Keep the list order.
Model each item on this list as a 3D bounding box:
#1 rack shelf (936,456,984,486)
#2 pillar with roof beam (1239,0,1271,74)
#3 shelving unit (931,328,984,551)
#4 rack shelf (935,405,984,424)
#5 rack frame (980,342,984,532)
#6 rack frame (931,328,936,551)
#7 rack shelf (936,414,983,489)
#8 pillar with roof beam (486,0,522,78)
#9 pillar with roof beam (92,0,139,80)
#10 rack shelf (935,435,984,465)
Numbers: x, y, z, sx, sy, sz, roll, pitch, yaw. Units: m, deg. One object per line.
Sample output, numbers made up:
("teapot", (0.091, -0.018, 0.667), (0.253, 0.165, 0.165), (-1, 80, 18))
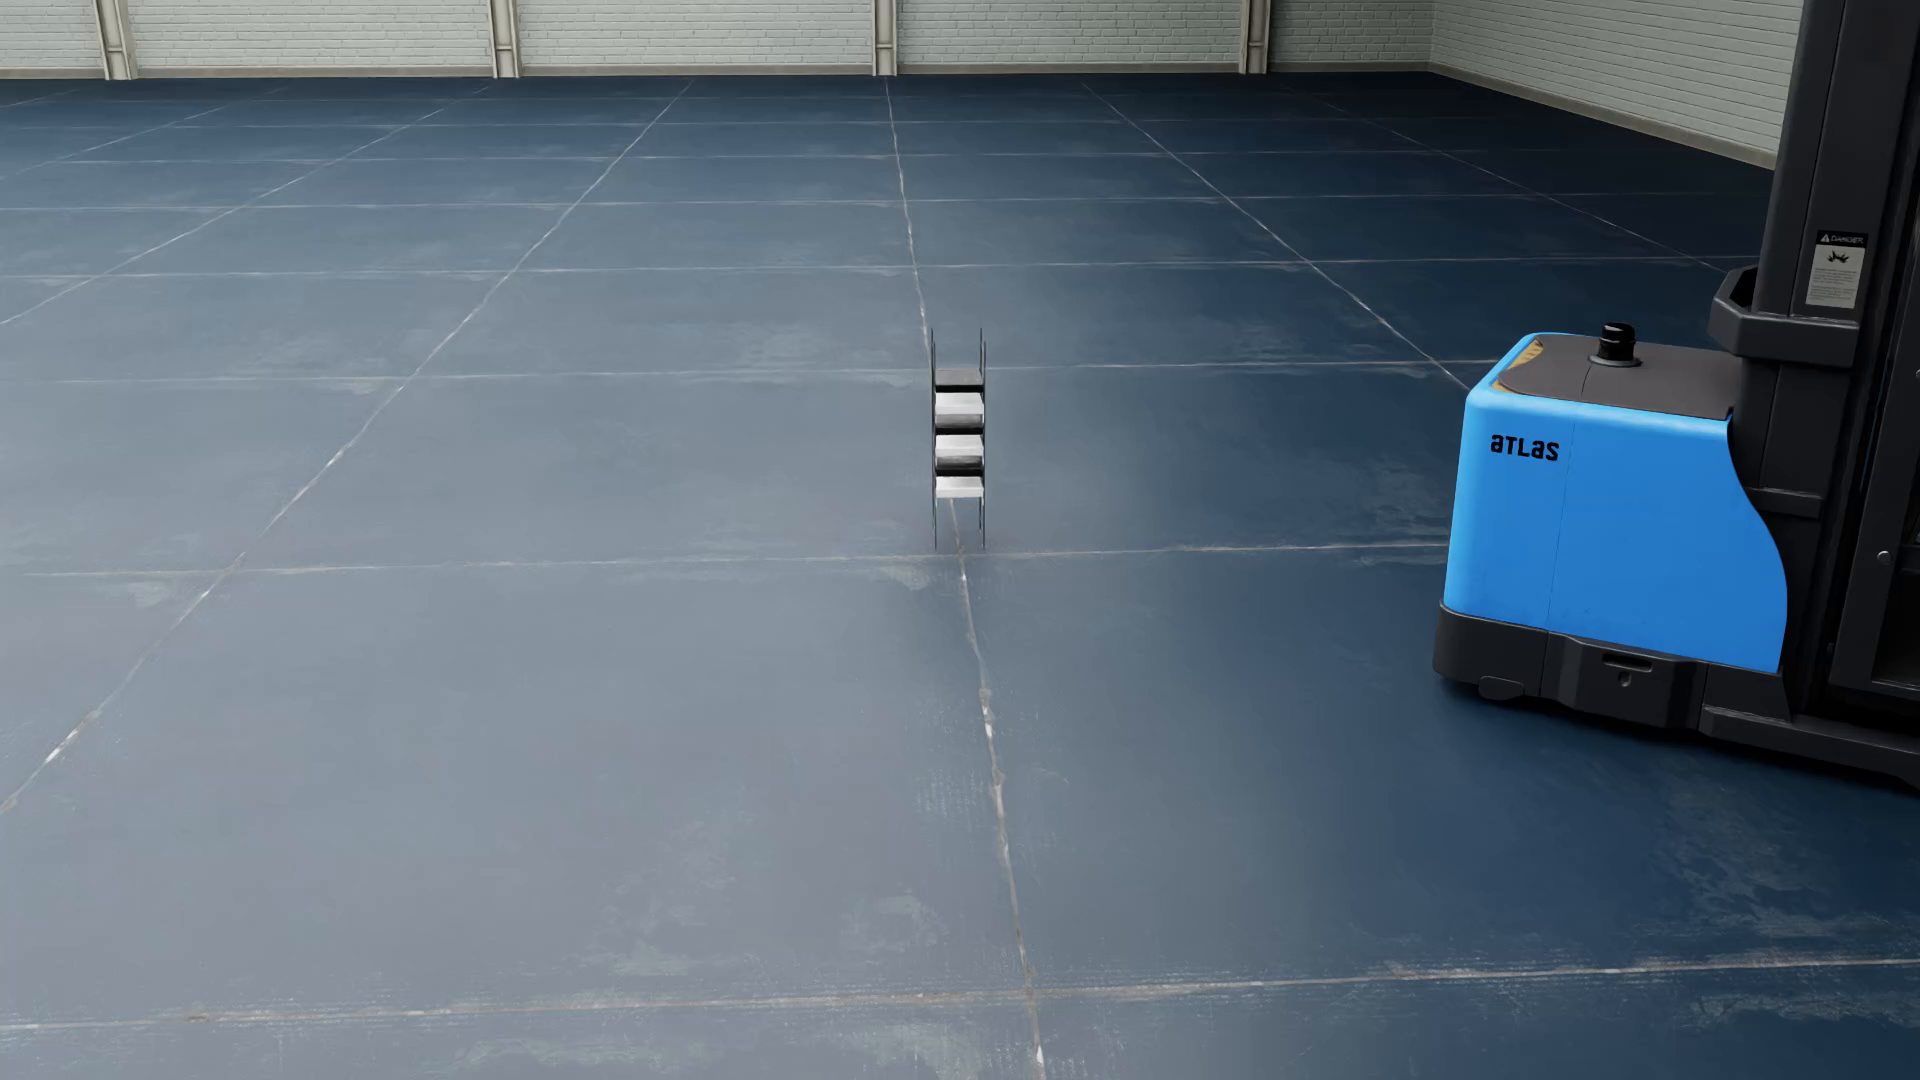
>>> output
("rack shelf", (-0.008, -0.305, 7.004), (0.200, 0.077, 0.258), (-1, 21, -3))
("pillar with roof beam", (5.021, -10.307, 21.547), (0.400, 9.000, 9.100), (-1, 21, -3))
("shelving unit", (-0.009, -0.420, 6.960), (0.208, 0.900, 0.258), (-1, 21, -3))
("rack shelf", (-0.008, -0.557, 6.908), (0.200, 0.077, 0.258), (-1, 21, -3))
("rack frame", (0.093, -0.423, 6.967), (0.003, 0.785, 0.228), (-1, 21, -3))
("rack frame", (-0.110, -0.418, 6.955), (0.006, 0.900, 0.240), (-1, 21, -3))
("rack shelf", (-0.008, -0.373, 6.978), (0.190, 0.281, 0.221), (-1, 21, -3))
("pillar with roof beam", (-6.959, -10.064, 20.907), (0.400, 9.000, 9.100), (-1, 21, -3))
("pillar with roof beam", (-12.949, -9.942, 20.587), (0.400, 9.000, 9.100), (-1, 21, -3))
("rack shelf", (-0.008, -0.389, 6.972), (0.200, 0.077, 0.258), (-1, 21, -3))
